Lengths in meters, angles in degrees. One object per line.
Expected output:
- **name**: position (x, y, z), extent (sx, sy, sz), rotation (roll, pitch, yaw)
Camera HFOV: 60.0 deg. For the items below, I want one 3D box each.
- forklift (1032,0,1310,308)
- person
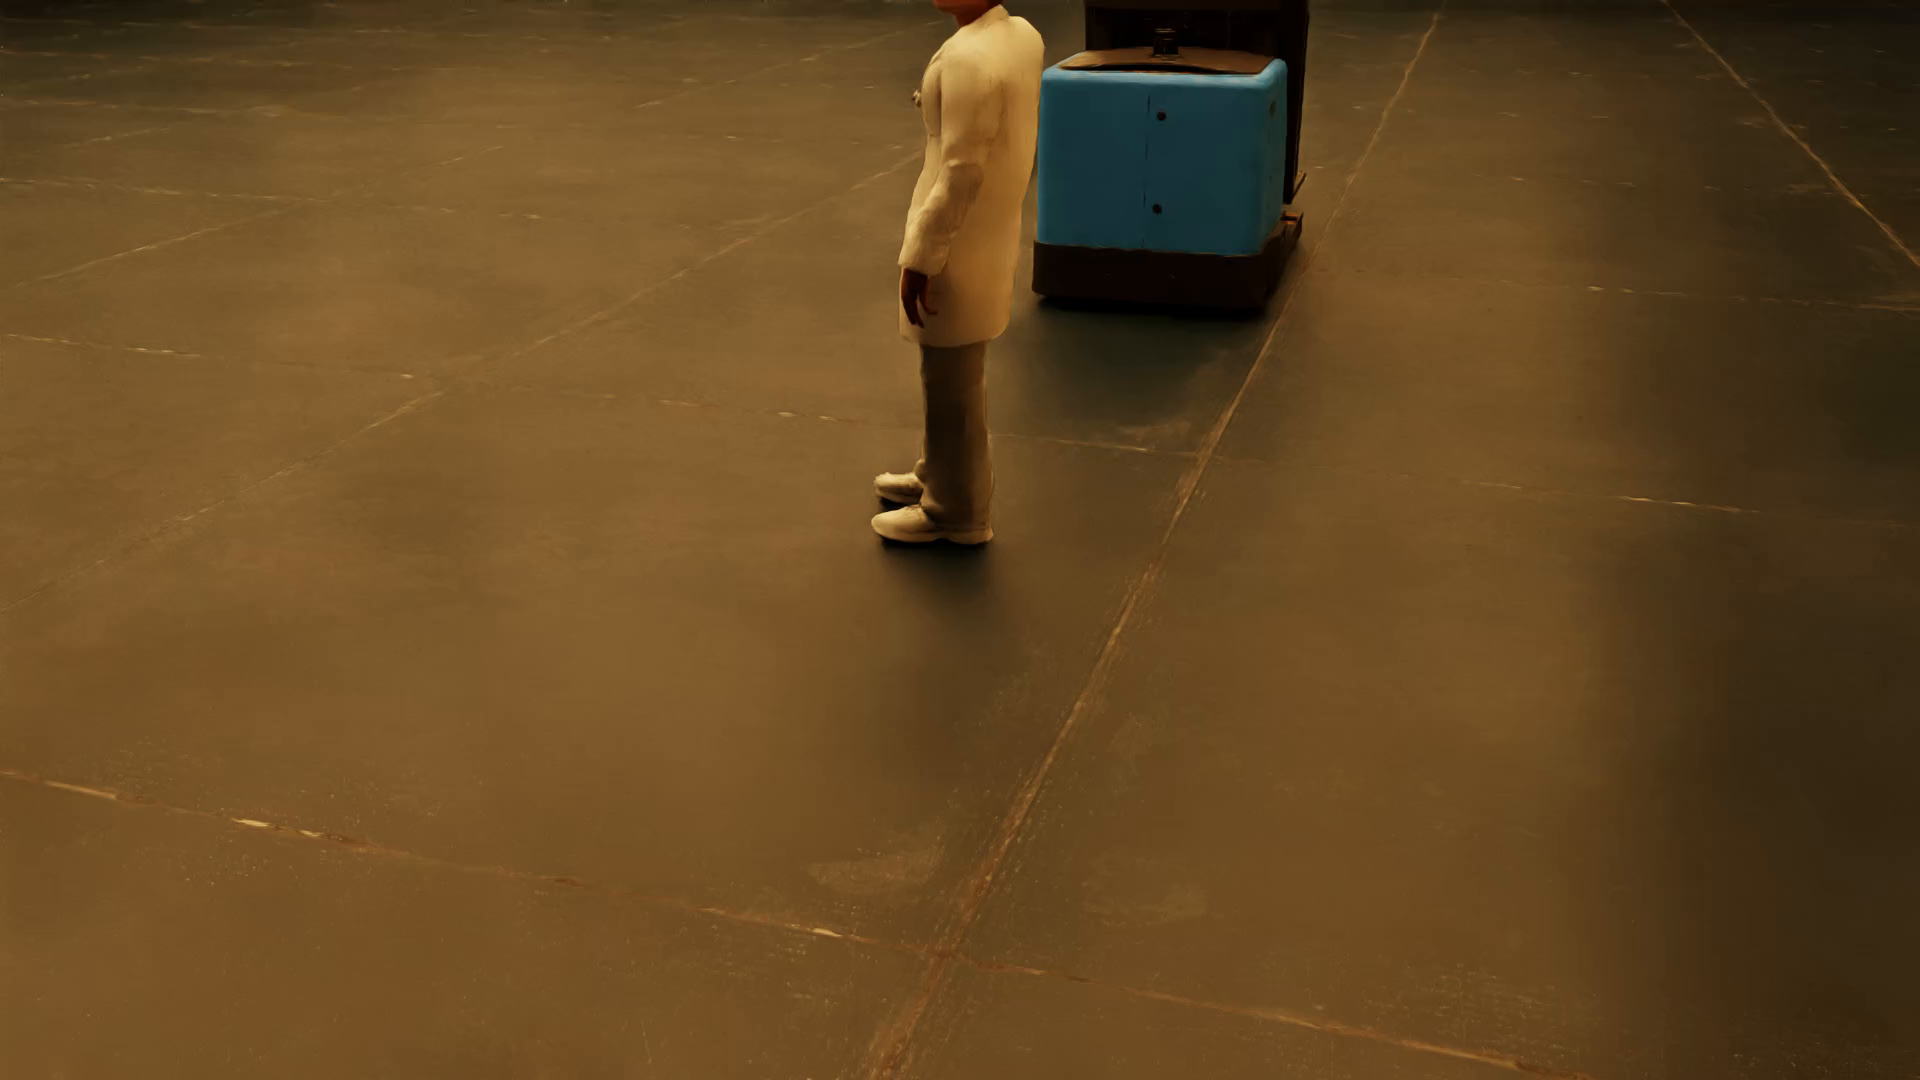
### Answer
- **forklift**: position (1.235, -2.925, 8.366), extent (1.130, 2.935, 3.031), rotation (6, 23, 15)
- **person**: position (-0.085, -0.841, 4.808), extent (0.579, 1.776, 0.694), rotation (7, 23, 16)
